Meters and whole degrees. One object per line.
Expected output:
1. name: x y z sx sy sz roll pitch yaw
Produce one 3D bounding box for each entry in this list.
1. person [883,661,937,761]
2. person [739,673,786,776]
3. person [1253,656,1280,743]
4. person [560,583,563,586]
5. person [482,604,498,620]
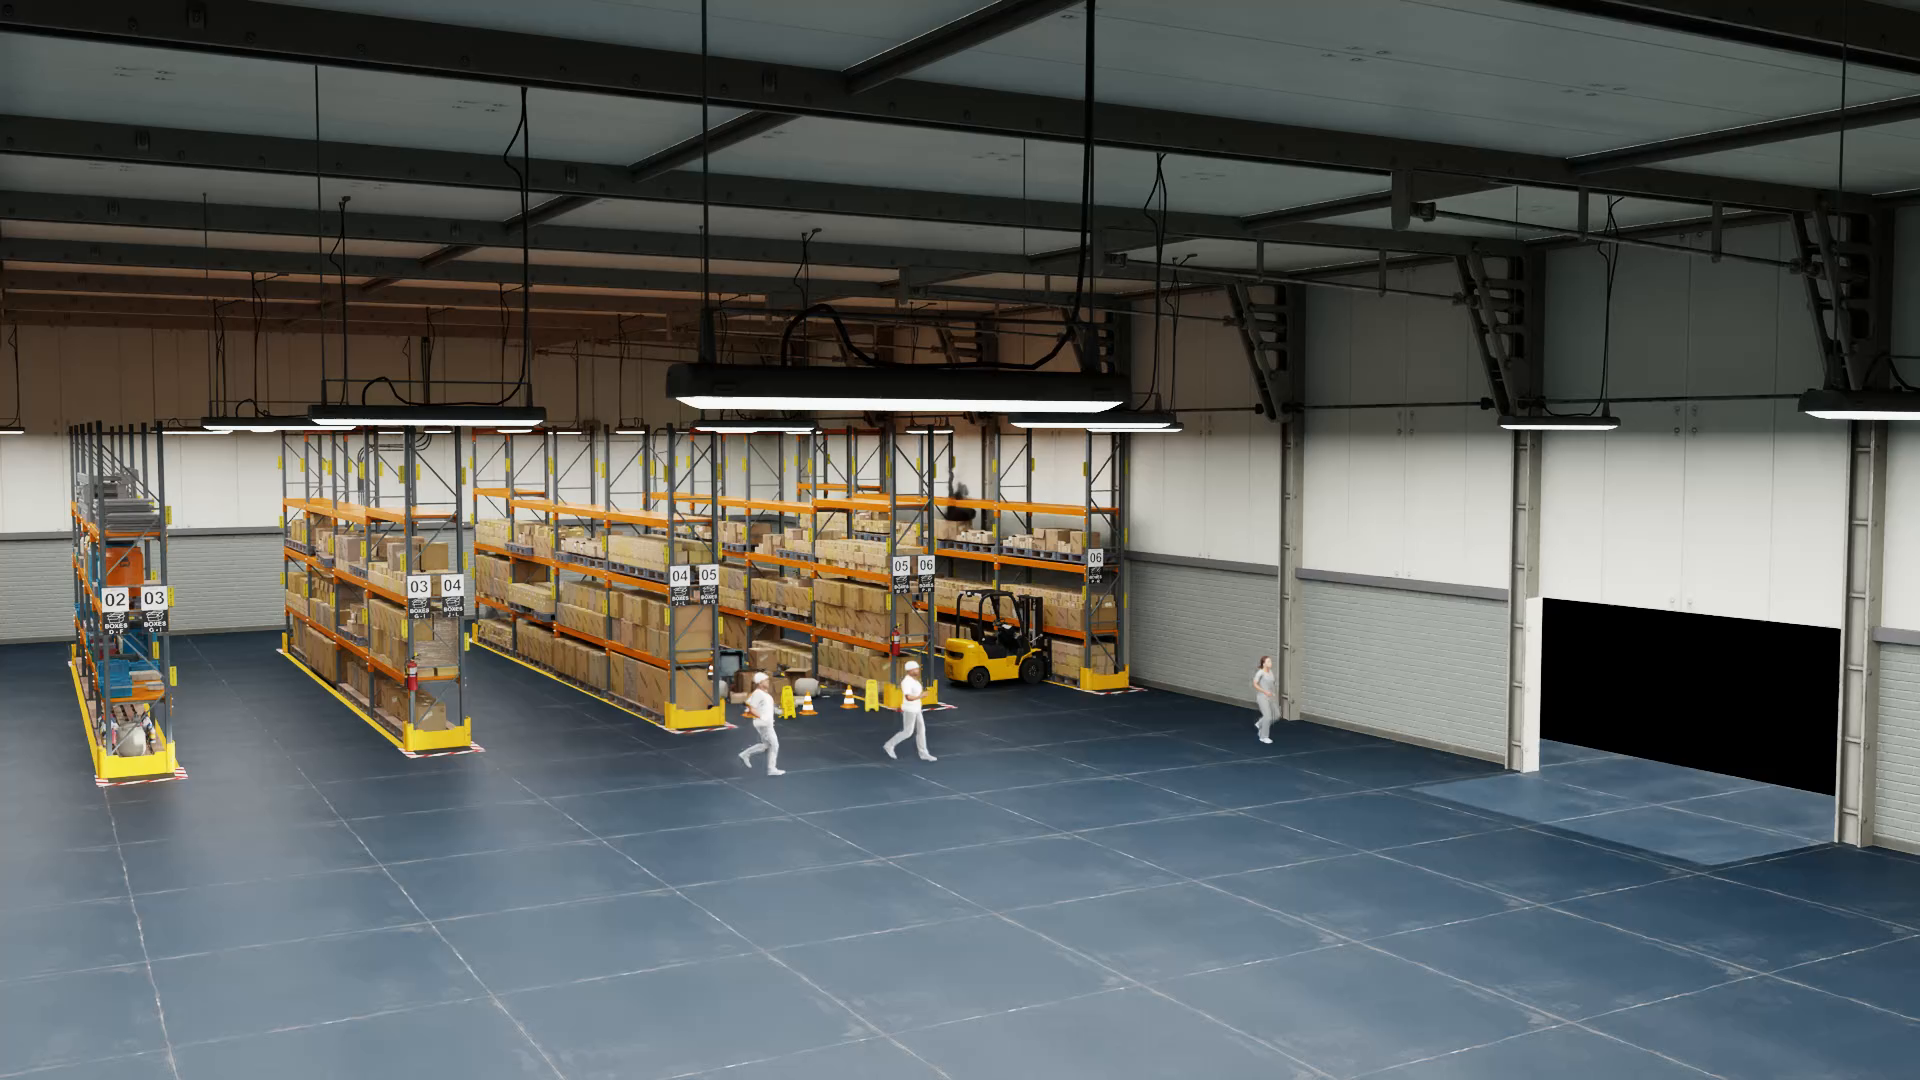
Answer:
1. person: -0.876 3.002 29.267 0.949 1.757 0.722 1 4 13
2. person: -3.354 3.113 28.117 0.804 1.748 0.694 0 4 1
3. person: 5.715 2.980 31.184 0.570 1.634 0.558 -3 5 -39
4. person: -11.047 2.037 46.241 0.662 1.676 0.530 -3 4 -37
5. person: -13.543 1.891 48.155 0.715 1.724 0.741 -1 4 -19
